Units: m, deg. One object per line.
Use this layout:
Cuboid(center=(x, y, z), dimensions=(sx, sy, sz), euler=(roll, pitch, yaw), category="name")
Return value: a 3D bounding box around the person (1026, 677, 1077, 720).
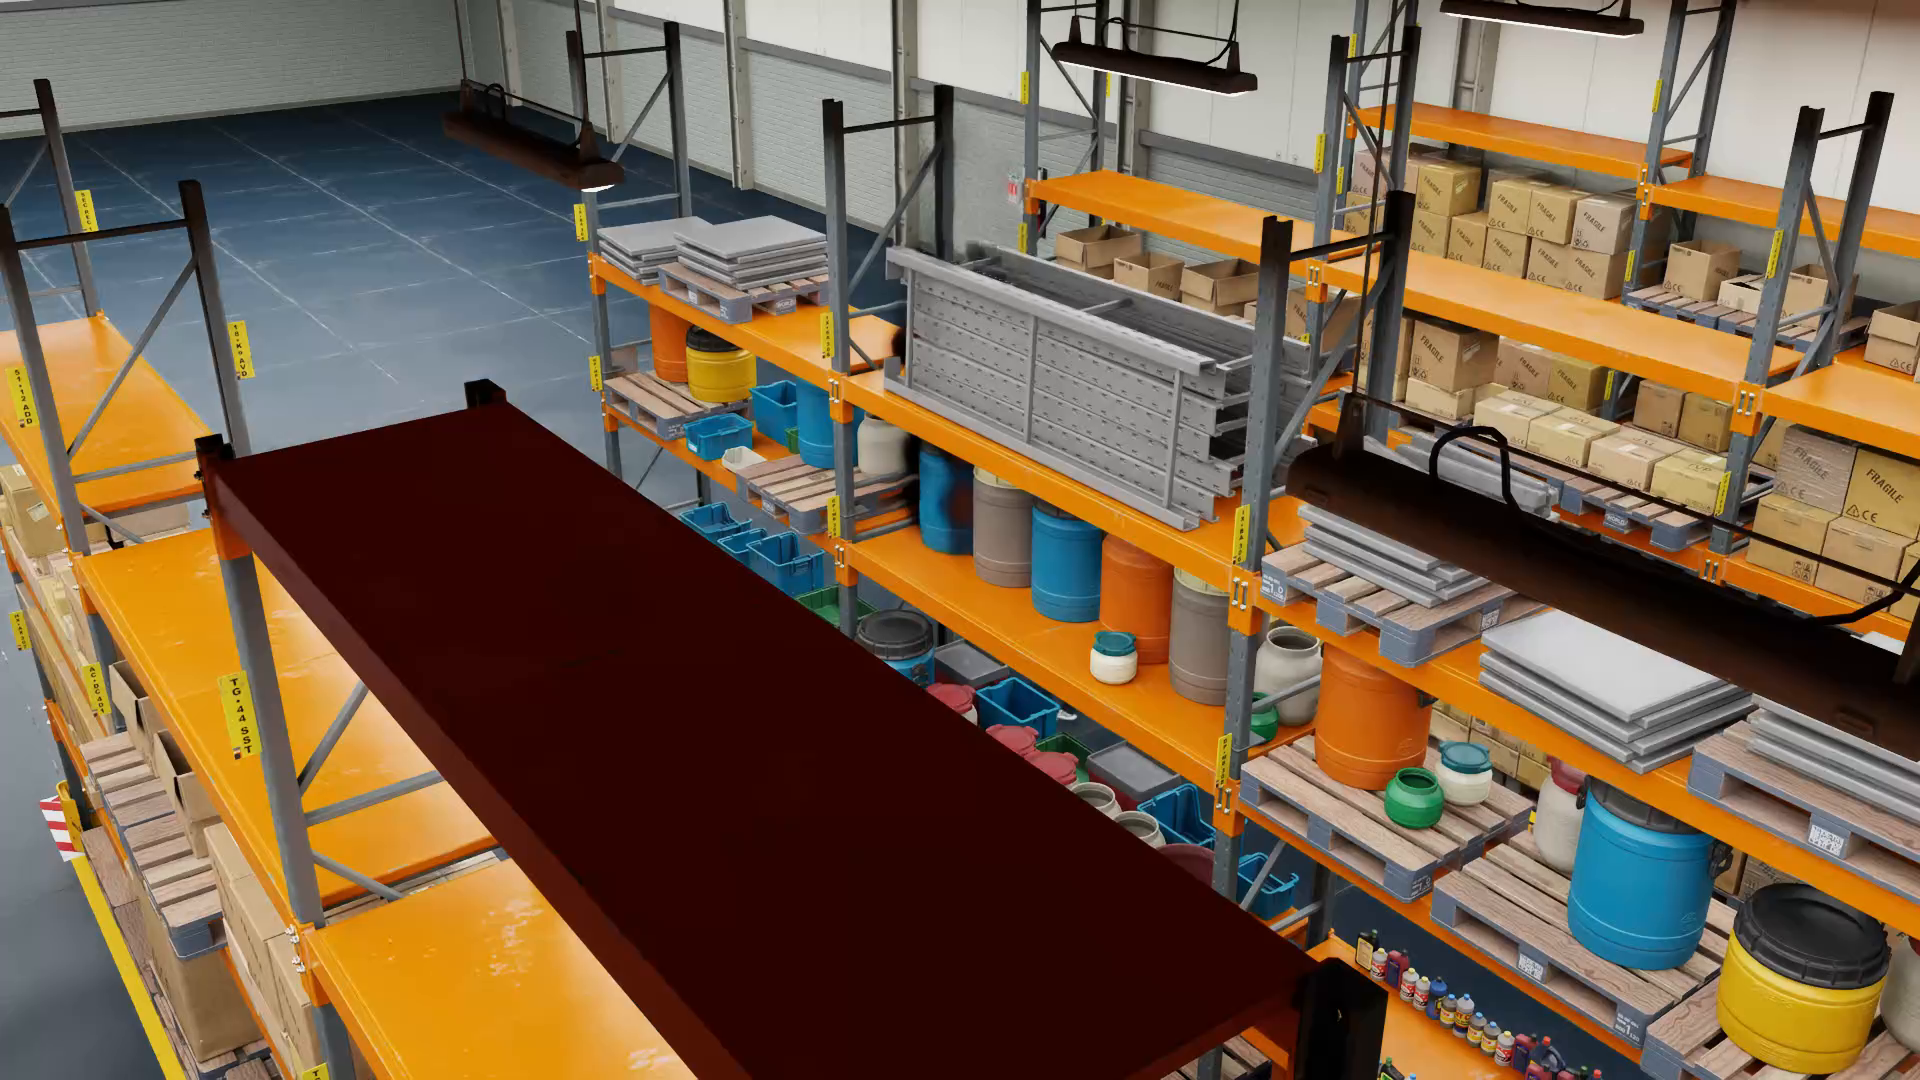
Cuboid(center=(0.748, 0.868, 14.585), dimensions=(0.699, 1.663, 0.489), euler=(23, 33, 40), category="person")
